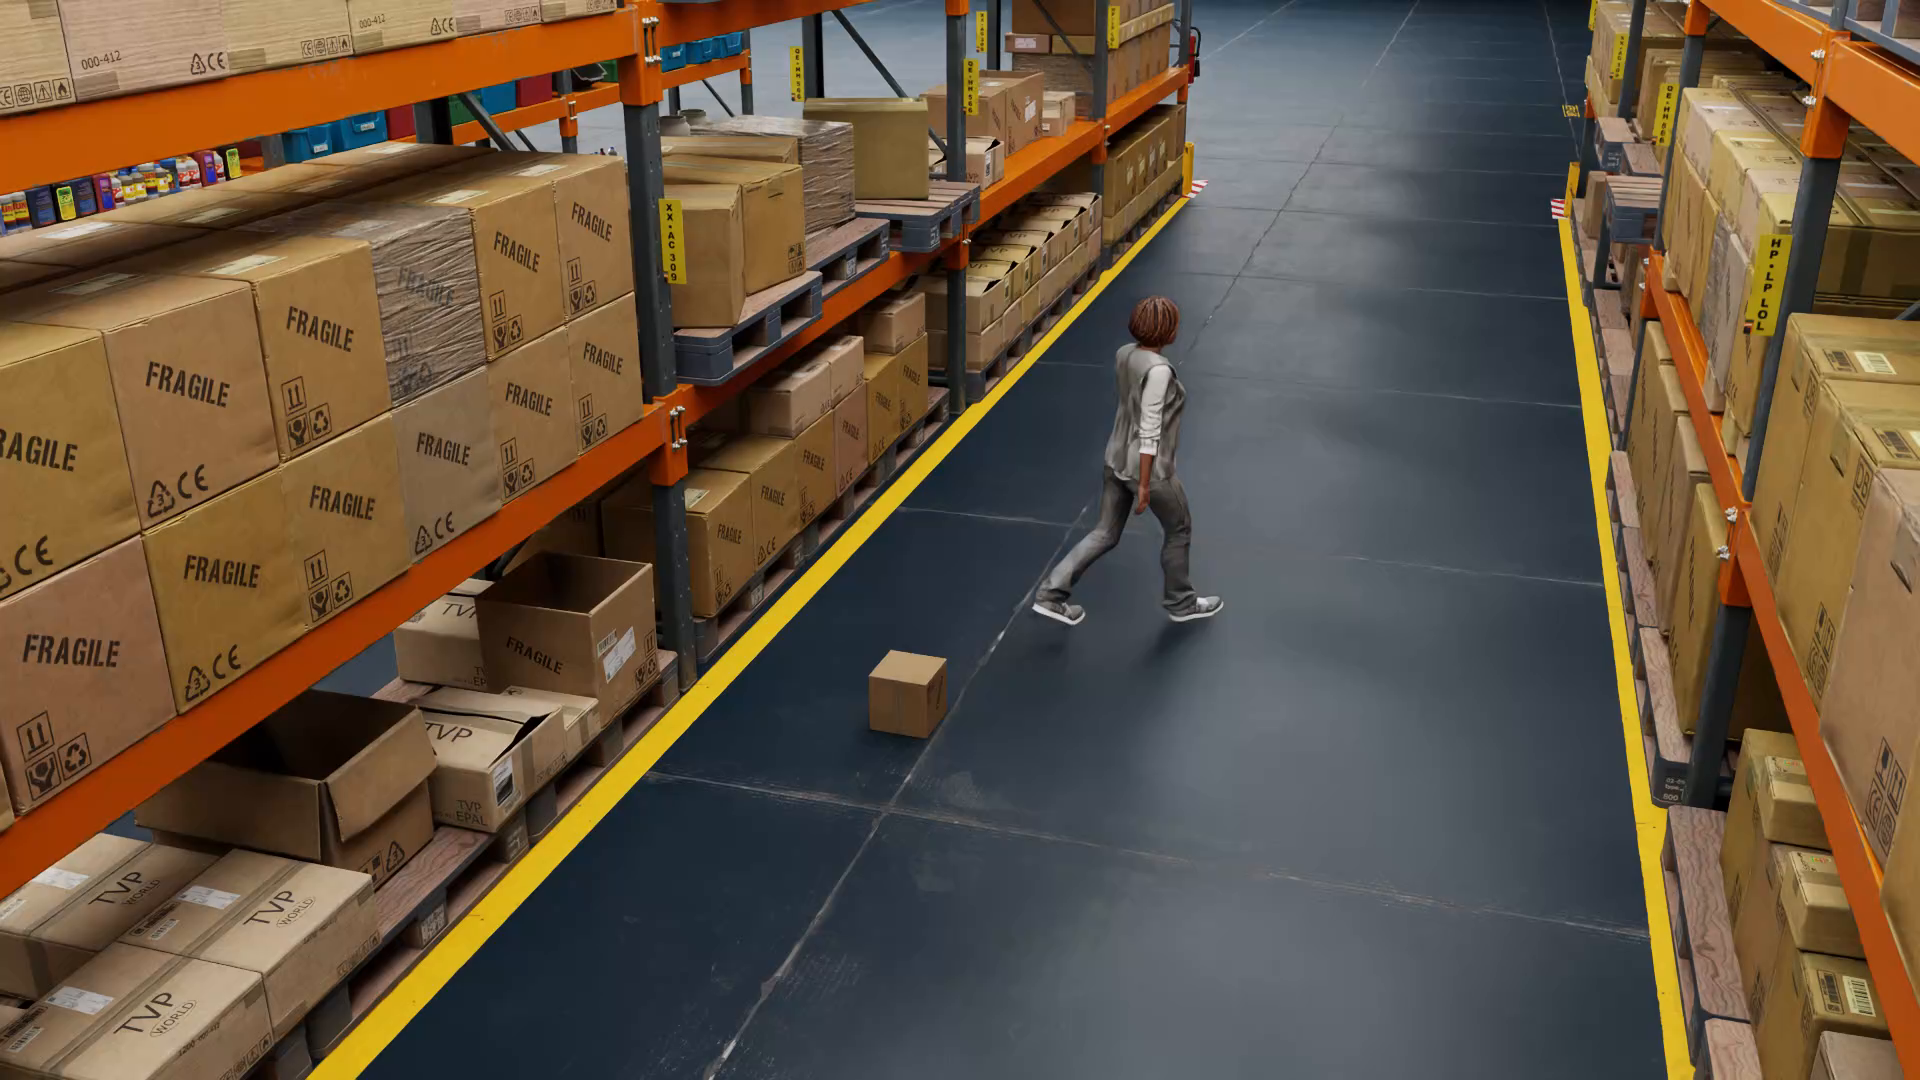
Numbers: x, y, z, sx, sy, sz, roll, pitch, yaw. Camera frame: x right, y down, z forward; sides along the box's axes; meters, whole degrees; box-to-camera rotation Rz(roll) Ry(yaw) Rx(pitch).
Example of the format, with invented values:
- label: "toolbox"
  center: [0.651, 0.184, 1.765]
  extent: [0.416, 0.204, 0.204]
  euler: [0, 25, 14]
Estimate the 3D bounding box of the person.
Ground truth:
- label: "person"
  center: [0.773, -0.325, 7.394]
  extent: [0.945, 1.548, 0.420]
  euler: [-10, 25, -24]
